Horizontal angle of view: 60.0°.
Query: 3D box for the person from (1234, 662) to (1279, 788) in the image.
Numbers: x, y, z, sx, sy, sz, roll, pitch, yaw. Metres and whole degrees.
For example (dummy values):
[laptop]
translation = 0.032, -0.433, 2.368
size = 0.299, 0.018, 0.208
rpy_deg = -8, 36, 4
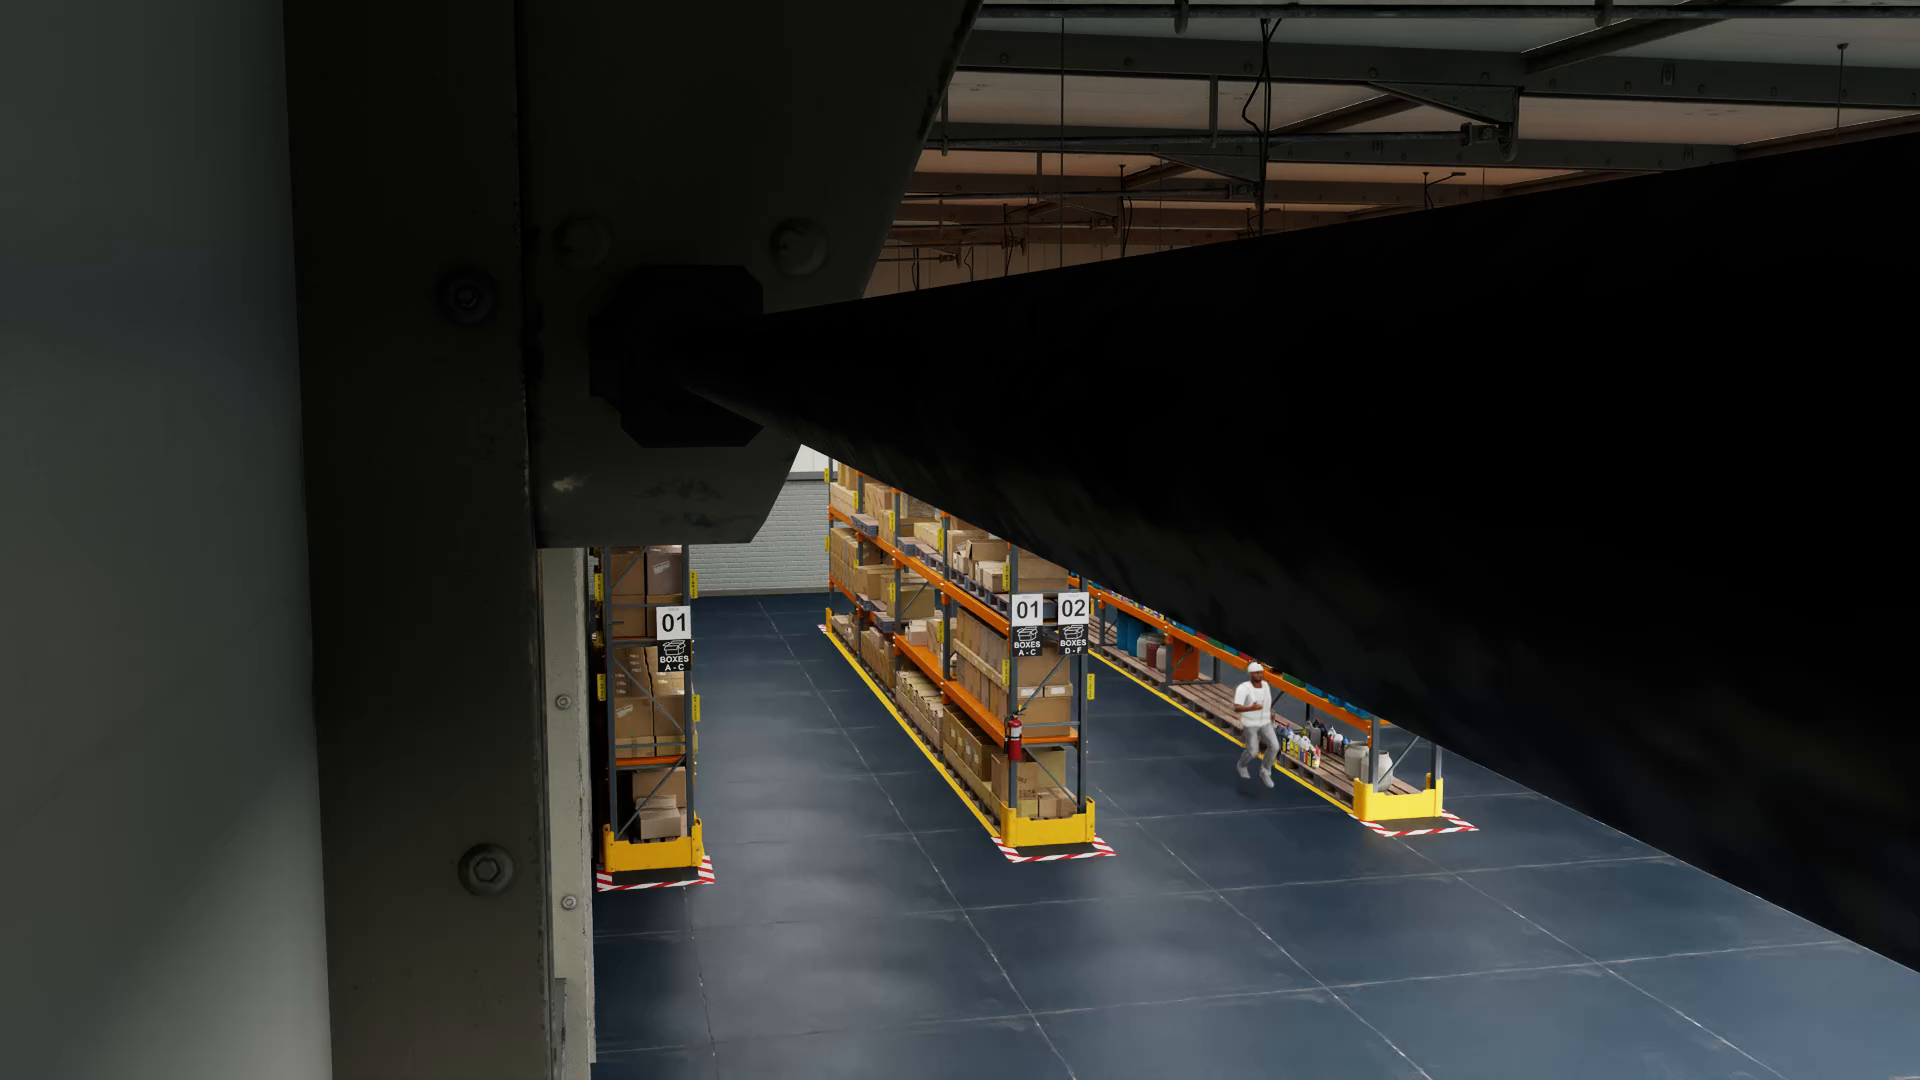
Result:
[person]
translation = 4.113, 2.544, 23.129
size = 0.677, 1.708, 0.757
rpy_deg = -2, 7, -18
